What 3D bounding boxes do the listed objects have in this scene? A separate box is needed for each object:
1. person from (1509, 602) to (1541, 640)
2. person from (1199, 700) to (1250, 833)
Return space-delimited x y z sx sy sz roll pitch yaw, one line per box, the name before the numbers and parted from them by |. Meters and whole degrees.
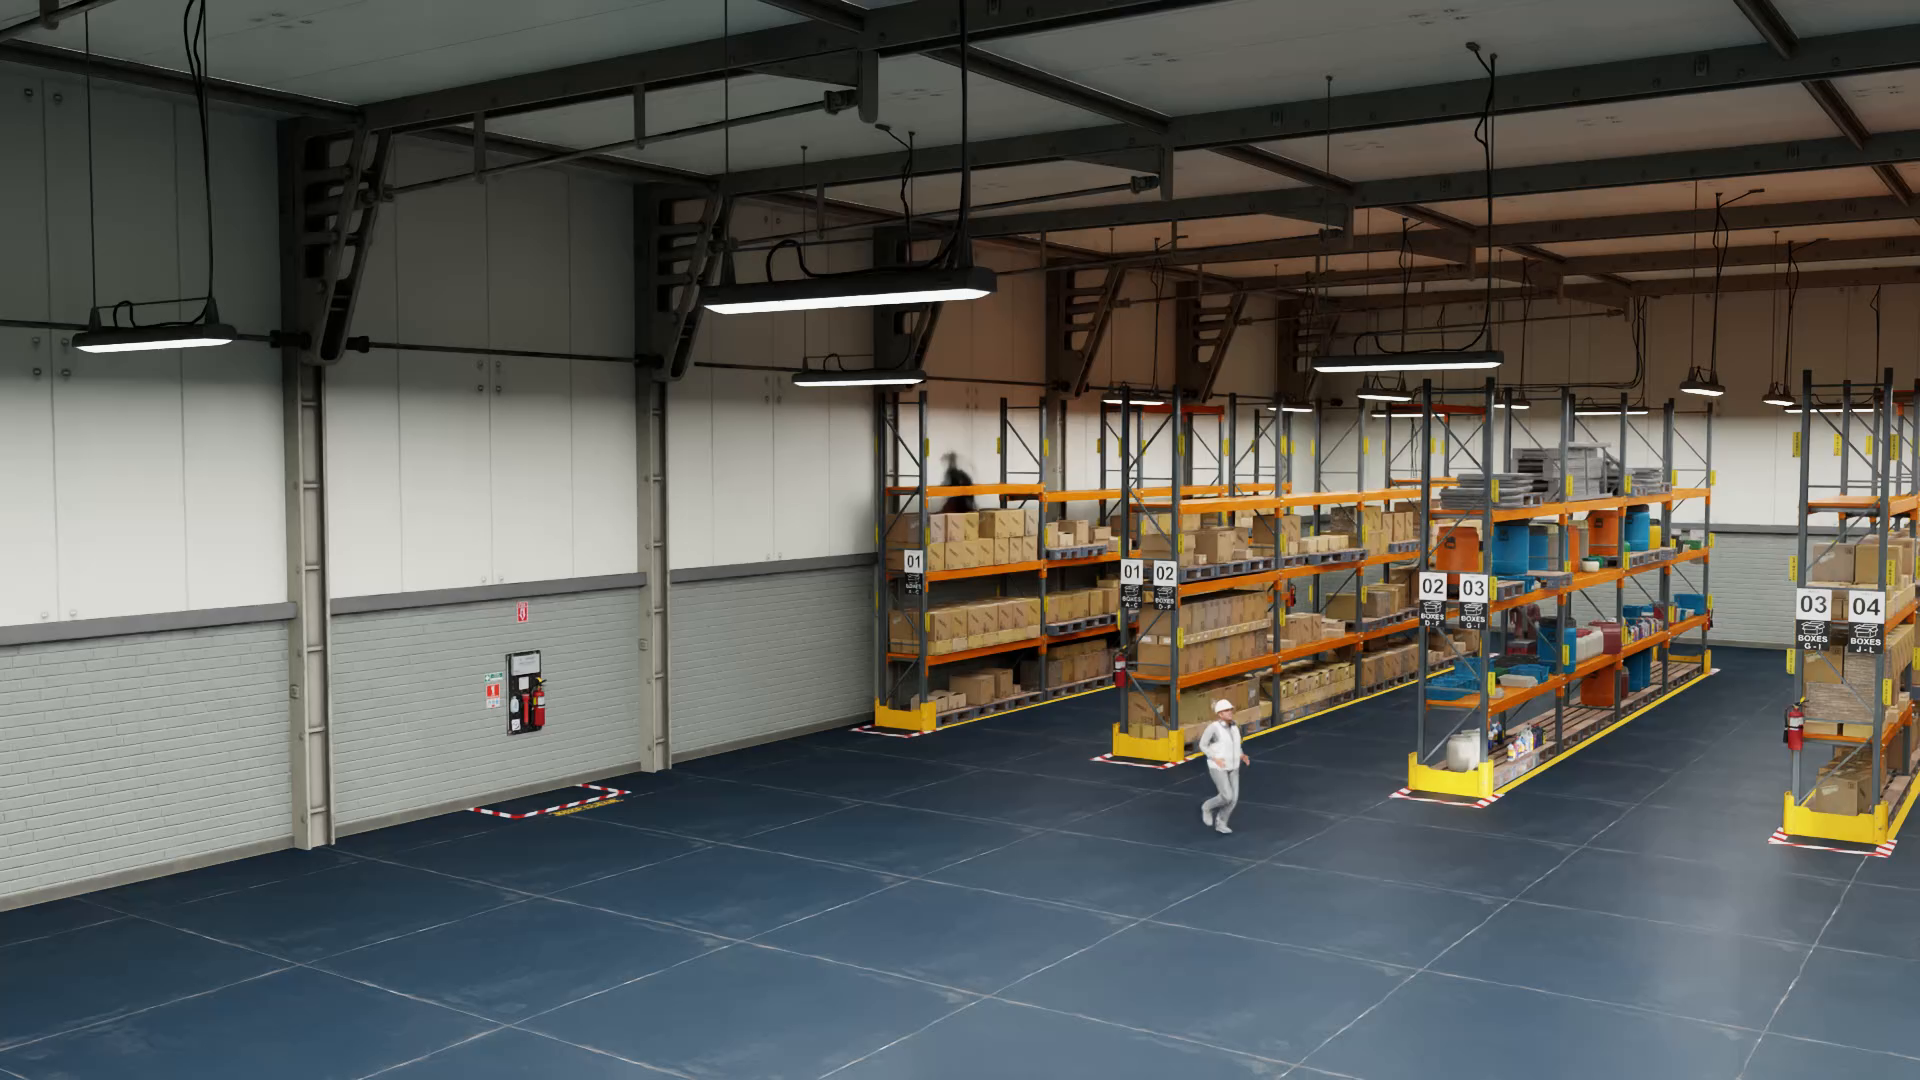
person | 12.663 2.055 37.299 0.676 1.826 0.804 1 3 19
person | 3.437 2.937 21.582 0.643 1.726 0.576 -2 4 -35
